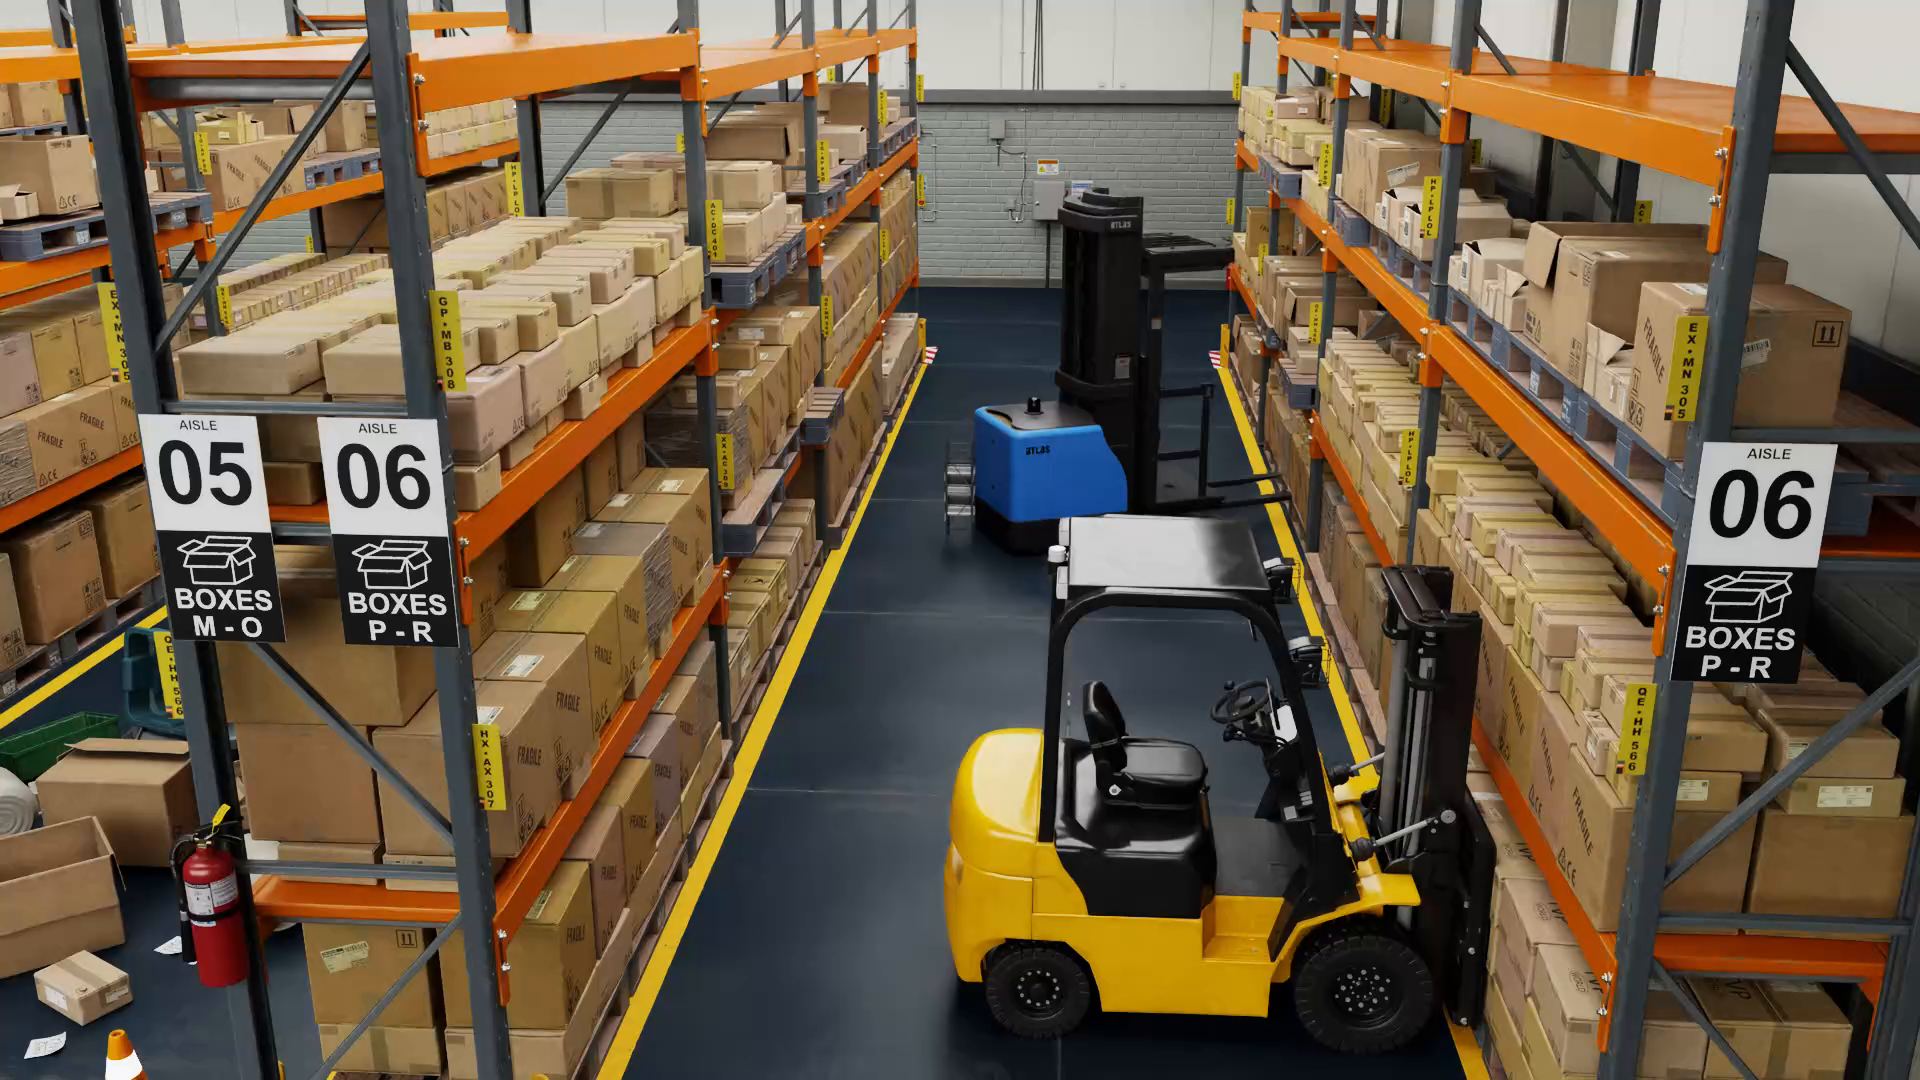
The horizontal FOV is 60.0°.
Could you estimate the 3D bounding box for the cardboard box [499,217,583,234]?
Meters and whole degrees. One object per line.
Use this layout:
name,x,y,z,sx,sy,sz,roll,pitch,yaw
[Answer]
cardboard box,-2.246,-1.645,8.931,0.380,0.149,0.250,1,18,3

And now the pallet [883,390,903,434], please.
pallet,-1.192,-1.444,18.491,1.003,0.211,1.213,1,18,4

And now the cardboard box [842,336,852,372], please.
cardboard box,-1.263,-1.690,15.005,0.500,0.250,0.500,2,18,6

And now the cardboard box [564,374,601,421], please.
cardboard box,-1.749,-0.611,7.057,0.380,0.149,0.250,1,18,5

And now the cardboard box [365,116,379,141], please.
cardboard box,-5.996,-4.350,17.501,0.500,0.250,0.500,2,18,6

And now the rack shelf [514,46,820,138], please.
rack shelf,-1.755,-2.990,10.895,1.077,0.370,4.000,1,18,4

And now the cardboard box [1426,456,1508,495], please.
cardboard box,2.734,-0.345,8.980,0.380,0.149,0.250,2,18,5

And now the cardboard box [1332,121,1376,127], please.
cardboard box,3.716,-3.866,15.677,0.380,0.149,0.250,1,18,3

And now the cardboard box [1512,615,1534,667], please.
cardboard box,2.579,0.433,7.082,0.380,0.149,0.250,1,18,4

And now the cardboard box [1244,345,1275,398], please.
cardboard box,3.600,-1.904,18.757,0.700,0.500,0.500,1,18,2

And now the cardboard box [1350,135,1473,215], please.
cardboard box,3.108,-2.524,11.497,0.700,0.500,0.500,1,18,3

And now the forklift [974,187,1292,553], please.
forklift,1.681,-1.546,14.435,3.031,2.935,1.130,-6,19,-19

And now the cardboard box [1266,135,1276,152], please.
cardboard box,3.155,-3.815,15.999,0.380,0.149,0.250,1,18,5

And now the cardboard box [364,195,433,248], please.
cardboard box,-5.994,-3.413,17.777,0.500,0.500,0.500,2,18,5

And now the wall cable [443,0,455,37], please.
wall cable,-7.079,-10.057,25.498,2.277,5.999,0.120,1,18,4

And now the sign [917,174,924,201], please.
sign,-0.498,-4.424,20.866,0.100,0.325,0.005,1,18,4

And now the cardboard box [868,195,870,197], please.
cardboard box,-1.065,-3.618,17.840,0.380,0.149,0.250,1,18,3

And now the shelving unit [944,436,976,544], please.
shelving unit,0.001,-0.430,14.291,0.258,0.900,0.210,1,18,4

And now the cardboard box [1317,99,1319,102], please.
cardboard box,3.967,-4.467,17.381,0.500,0.250,0.500,1,18,2

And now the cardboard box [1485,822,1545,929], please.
cardboard box,2.545,1.468,7.261,0.500,0.250,0.500,2,18,5

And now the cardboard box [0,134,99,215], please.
cardboard box,-6.401,-2.546,11.561,0.500,0.500,0.500,1,18,4

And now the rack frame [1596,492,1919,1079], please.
rack frame,2.766,1.302,5.633,1.000,3.000,0.127,1,18,4

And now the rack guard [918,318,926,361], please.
rack guard,-1.036,-2.597,21.545,1.175,0.500,0.348,1,18,4

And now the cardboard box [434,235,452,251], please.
cardboard box,-5.954,-3.105,18.443,0.500,0.500,0.500,1,18,4

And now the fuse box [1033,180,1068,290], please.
fuse box,1.428,-4.824,26.399,0.539,1.711,0.414,1,18,4

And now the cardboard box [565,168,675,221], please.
cardboard box,-1.984,-2.024,9.730,0.500,0.250,0.500,2,18,5

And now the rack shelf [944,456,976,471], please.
rack shelf,0.001,-0.655,14.217,0.258,0.077,0.200,1,18,4

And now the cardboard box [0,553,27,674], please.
cardboard box,-6.888,0.545,10.880,1.050,0.750,0.750,1,18,4

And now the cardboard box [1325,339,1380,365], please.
cardboard box,3.023,-1.446,12.817,0.380,0.149,0.250,2,18,6

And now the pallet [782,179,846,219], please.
pallet,-1.618,-2.829,13.727,1.213,0.211,1.003,2,18,6

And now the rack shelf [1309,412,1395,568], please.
rack shelf,3.196,-0.220,11.432,1.077,0.370,4.000,1,18,4

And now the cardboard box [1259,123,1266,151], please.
cardboard box,3.438,-4.238,17.485,0.500,0.250,0.500,1,18,2

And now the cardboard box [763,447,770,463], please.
cardboard box,-1.493,-0.618,11.220,0.380,0.149,0.250,1,18,4

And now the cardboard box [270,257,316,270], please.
cardboard box,-6.770,-2.778,16.857,0.380,0.149,0.250,2,18,5

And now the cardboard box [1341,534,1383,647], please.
cardboard box,3.194,0.352,11.672,0.875,0.625,0.625,1,18,2

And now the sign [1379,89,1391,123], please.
sign,4.180,-4.272,16.364,0.100,0.325,0.005,1,18,4

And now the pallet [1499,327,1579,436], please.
pallet,2.927,-0.681,7.008,1.003,0.211,1.213,1,18,4

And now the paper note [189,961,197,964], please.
paper note,-3.739,2.047,8.159,0.032,0.001,0.123,1,18,4

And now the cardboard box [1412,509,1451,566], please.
cardboard box,2.761,0.144,9.006,0.500,0.500,0.500,1,18,2

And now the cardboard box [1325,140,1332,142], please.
cardboard box,3.222,-3.222,13.745,0.380,0.149,0.250,1,18,3

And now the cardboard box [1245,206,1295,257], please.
cardboard box,3.505,-3.493,18.825,0.500,0.500,0.500,2,18,5

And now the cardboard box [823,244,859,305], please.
cardboard box,-1.214,-2.434,15.268,0.500,0.500,0.500,2,18,5

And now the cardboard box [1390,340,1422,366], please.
cardboard box,3.518,-1.433,12.777,0.380,0.149,0.250,2,18,6

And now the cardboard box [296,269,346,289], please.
cardboard box,-6.182,-2.526,16.089,0.380,0.149,0.250,1,18,2

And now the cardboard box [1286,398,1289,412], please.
cardboard box,3.324,-1.310,15.901,0.380,0.149,0.250,1,18,4

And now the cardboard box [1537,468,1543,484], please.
cardboard box,3.331,-0.332,8.938,0.380,0.149,0.250,1,18,4

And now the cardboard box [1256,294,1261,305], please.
cardboard box,3.389,-2.573,17.862,0.380,0.149,0.250,2,18,5

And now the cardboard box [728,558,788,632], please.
cardboard box,-1.767,0.397,11.941,0.950,0.372,0.625,2,18,6

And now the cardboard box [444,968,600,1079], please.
cardboard box,-1.851,2.055,7.076,0.500,0.250,0.500,1,18,3

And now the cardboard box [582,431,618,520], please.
cardboard box,-2.205,-0.424,8.657,0.700,0.500,0.500,1,18,4

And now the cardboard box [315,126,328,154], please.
cardboard box,-6.542,-3.928,16.245,0.500,0.311,0.500,1,18,3

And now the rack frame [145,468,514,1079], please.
rack frame,-2.185,1.192,5.968,1.000,3.000,0.127,1,18,4

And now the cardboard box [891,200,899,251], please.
cardboard box,-0.959,-3.516,18.568,0.500,0.500,0.500,2,18,5

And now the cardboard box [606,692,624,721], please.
cardboard box,-1.794,0.728,7.788,0.380,0.149,0.250,1,18,2

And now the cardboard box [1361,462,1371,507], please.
cardboard box,2.925,-0.341,10.889,0.500,0.250,0.500,1,18,4

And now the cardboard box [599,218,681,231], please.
cardboard box,-1.703,-1.632,8.892,0.380,0.149,0.250,2,18,5

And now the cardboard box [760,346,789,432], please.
cardboard box,-1.468,-1.046,11.487,0.500,0.500,0.500,1,18,2
